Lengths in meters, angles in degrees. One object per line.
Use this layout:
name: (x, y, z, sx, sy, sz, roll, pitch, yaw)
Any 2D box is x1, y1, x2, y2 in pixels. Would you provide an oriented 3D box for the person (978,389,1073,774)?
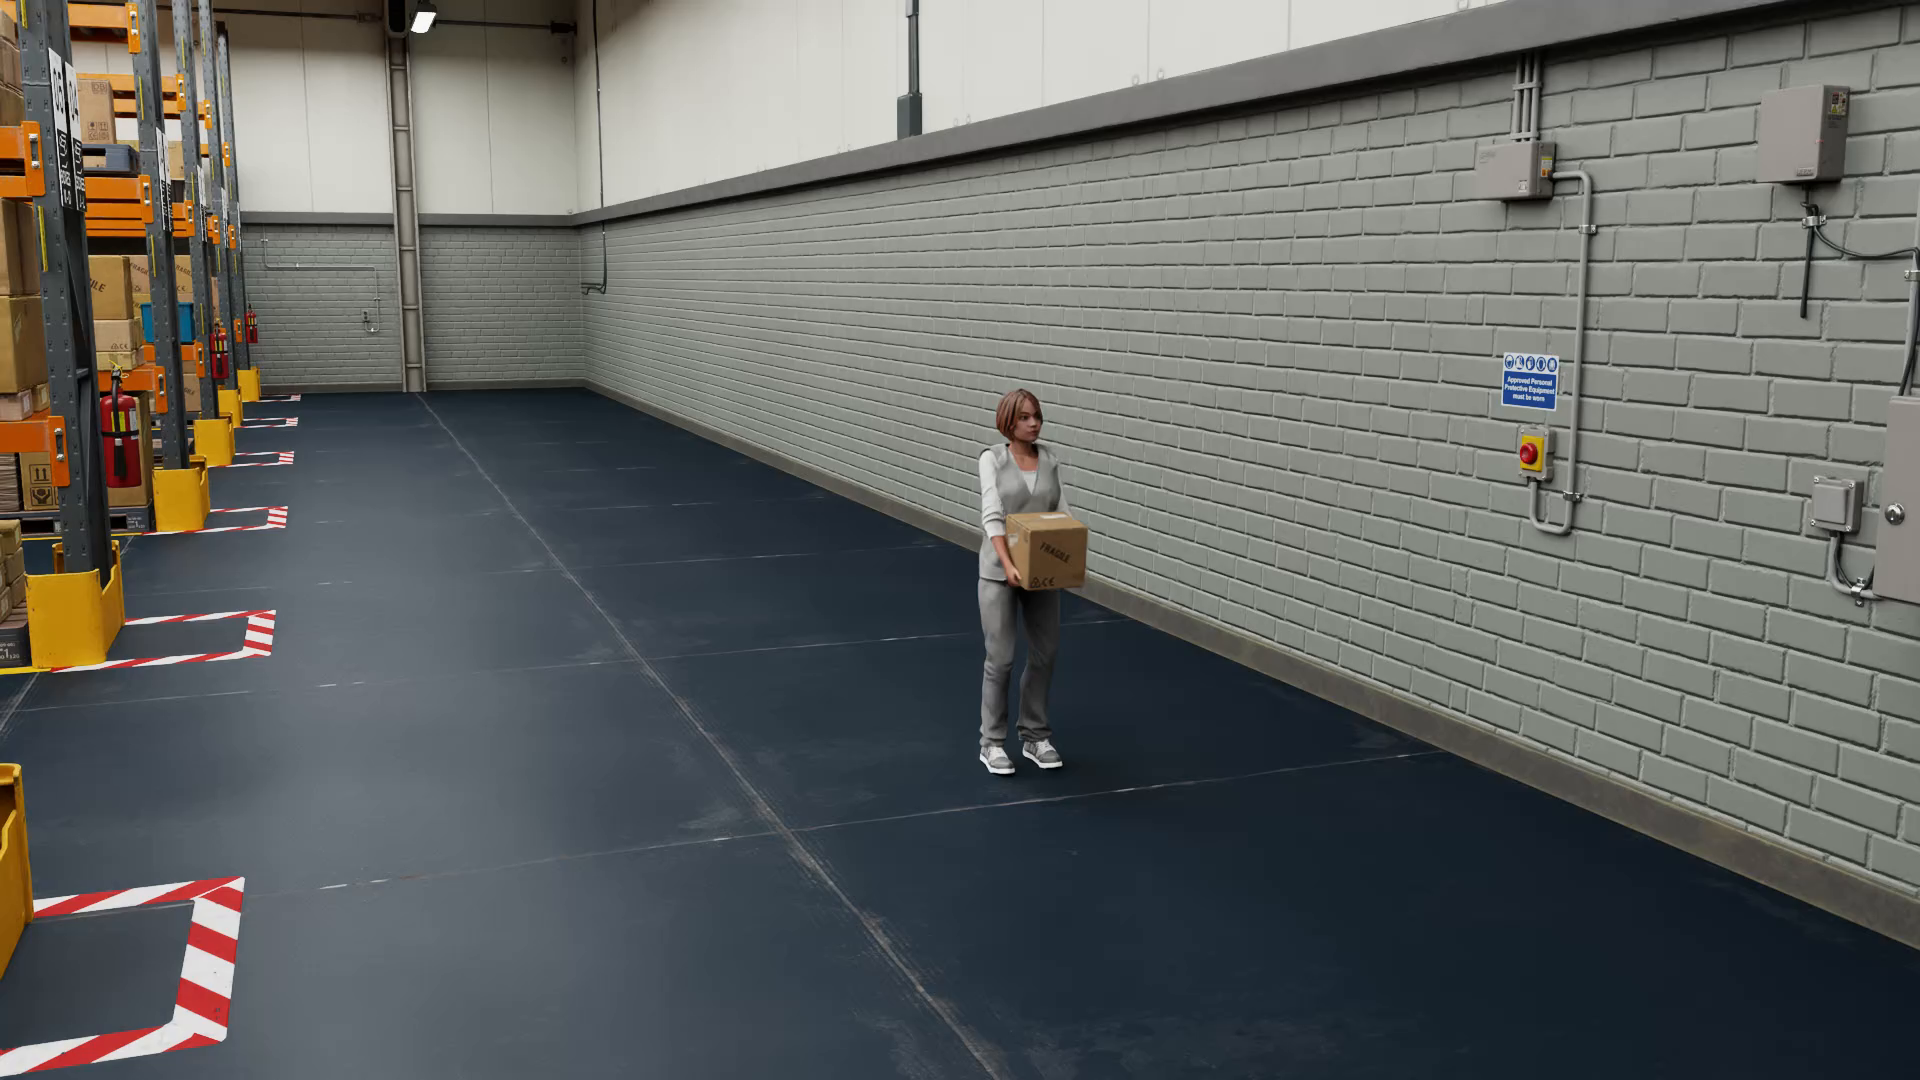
person: (0.282, 0.184, 6.882, 0.400, 1.592, 0.495, -3, 10, -20)
